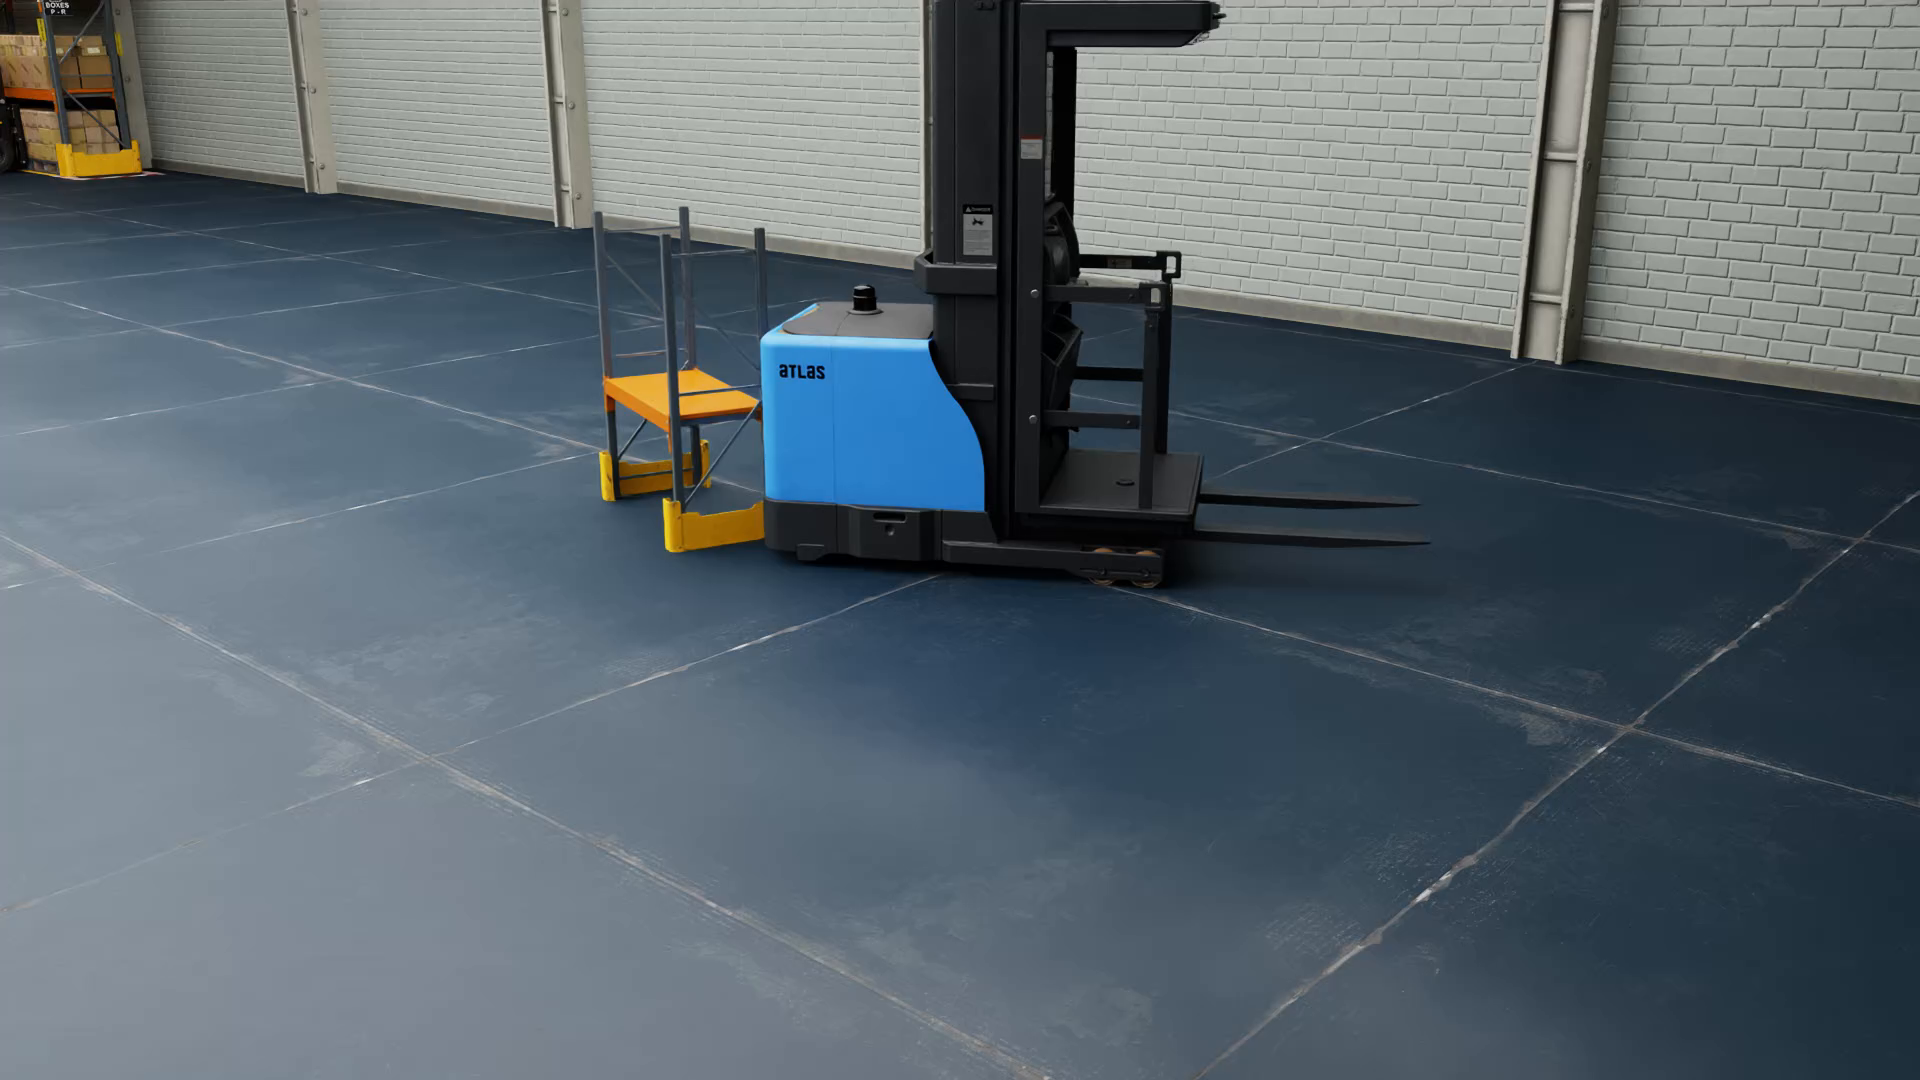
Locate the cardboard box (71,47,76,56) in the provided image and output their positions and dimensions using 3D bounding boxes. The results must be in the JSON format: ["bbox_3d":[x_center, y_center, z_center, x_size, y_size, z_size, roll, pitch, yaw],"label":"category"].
[{"bbox_3d":[-13.985,-7.779,26.427,0.250,0.149,0.380,15,23,39],"label":"cardboard box"}]

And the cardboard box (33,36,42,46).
[{"bbox_3d":[-14.289,-7.826,26.082,0.250,0.149,0.380,15,23,39],"label":"cardboard box"}]

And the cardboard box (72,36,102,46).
[{"bbox_3d":[-13.786,-7.875,26.236,0.250,0.149,0.380,14,23,38],"label":"cardboard box"}]

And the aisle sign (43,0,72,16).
[{"bbox_3d":[-13.822,-8.420,25.385,0.004,0.787,0.394,15,23,39],"label":"aisle sign"}]

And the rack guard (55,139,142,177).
[{"bbox_3d":[-13.658,-6.064,26.393,0.348,0.500,1.175,15,23,39],"label":"rack guard"}]

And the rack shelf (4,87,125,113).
[{"bbox_3d":[-15.172,-7.319,27.404,4.000,0.370,1.077,15,23,39],"label":"rack shelf"}]

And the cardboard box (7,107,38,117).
[{"bbox_3d":[-15.371,-6.952,27.257,0.500,0.250,0.500,14,23,38],"label":"cardboard box"}]

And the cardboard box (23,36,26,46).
[{"bbox_3d":[-14.640,-7.939,26.438,0.250,0.149,0.380,15,23,40],"label":"cardboard box"}]

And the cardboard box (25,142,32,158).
[{"bbox_3d":[-14.971,-6.377,27.098,0.500,0.250,0.500,15,23,40],"label":"cardboard box"}]

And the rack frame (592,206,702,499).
[{"bbox_3d":[-1.624,-0.971,8.691,0.500,1.500,0.032,-9,20,-27],"label":"rack frame"}]

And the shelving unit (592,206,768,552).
[{"bbox_3d":[-1.382,-0.839,8.275,0.587,1.500,1.083,-9,20,-27],"label":"shelving unit"}]

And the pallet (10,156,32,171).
[{"bbox_3d":[-15.184,-6.320,27.677,1.213,0.211,1.003,15,23,39],"label":"pallet"}]

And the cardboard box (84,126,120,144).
[{"bbox_3d":[-13.890,-6.529,26.752,0.500,0.250,0.500,16,23,40],"label":"cardboard box"}]

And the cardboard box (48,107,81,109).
[{"bbox_3d":[-14.653,-6.968,27.307,0.500,0.250,0.500,15,23,39],"label":"cardboard box"}]

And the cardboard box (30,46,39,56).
[{"bbox_3d":[-14.332,-7.668,26.076,0.250,0.149,0.380,16,23,40],"label":"cardboard box"}]

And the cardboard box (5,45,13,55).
[{"bbox_3d":[-15.097,-7.875,26.730,0.250,0.149,0.380,15,23,40],"label":"cardboard box"}]

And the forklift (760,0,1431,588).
[{"bbox_3d":[0.650,-1.356,7.538,3.031,2.935,1.130,3,18,10],"label":"forklift"}]

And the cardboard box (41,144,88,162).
[{"bbox_3d":[-14.237,-6.173,26.454,0.500,0.250,0.500,15,23,40],"label":"cardboard box"}]

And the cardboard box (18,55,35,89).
[{"bbox_3d":[-14.600,-7.454,26.473,0.500,0.500,0.500,16,24,41],"label":"cardboard box"}]

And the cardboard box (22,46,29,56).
[{"bbox_3d":[-14.664,-7.786,26.449,0.250,0.149,0.380,15,23,39],"label":"cardboard box"}]

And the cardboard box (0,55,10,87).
[{"bbox_3d":[-15.367,-7.655,27.108,0.500,0.500,0.500,15,23,40],"label":"cardboard box"}]

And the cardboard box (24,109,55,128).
[{"bbox_3d":[-14.613,-6.749,26.619,0.500,0.250,0.500,16,23,40],"label":"cardboard box"}]

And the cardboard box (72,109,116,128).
[{"bbox_3d":[-13.910,-6.766,26.670,0.500,0.250,0.500,15,23,38],"label":"cardboard box"}]

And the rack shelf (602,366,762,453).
[{"bbox_3d":[-1.378,-0.665,8.322,0.538,0.185,1.000,-9,20,-27],"label":"rack shelf"}]

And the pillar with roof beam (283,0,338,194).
[{"bbox_3d":[-11.969,-8.285,19.340,0.400,9.000,9.100,15,23,39],"label":"pillar with roof beam"}]

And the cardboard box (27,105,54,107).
[{"bbox_3d":[-15.413,-7.171,27.948,0.500,0.250,0.500,15,23,40],"label":"cardboard box"}]

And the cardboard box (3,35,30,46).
[{"bbox_3d":[-15.105,-8.017,26.684,0.250,0.149,0.380,16,23,40],"label":"cardboard box"}]

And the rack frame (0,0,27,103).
[{"bbox_3d":[-16.668,-8.063,28.560,0.127,3.000,1.000,15,23,39],"label":"rack frame"}]

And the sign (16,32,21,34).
[{"bbox_3d":[-16.301,-8.640,28.814,0.005,0.325,0.100,15,23,39],"label":"sign"}]

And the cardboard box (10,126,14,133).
[{"bbox_3d":[-15.388,-6.718,27.347,0.500,0.250,0.500,15,23,39],"label":"cardboard box"}]

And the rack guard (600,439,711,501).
[{"bbox_3d":[-1.623,-0.375,8.879,0.587,0.250,0.087,-9,20,-27],"label":"rack guard"}]

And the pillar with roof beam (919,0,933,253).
[{"bbox_3d":[-2.993,-5.875,11.748,0.400,9.000,9.100,15,23,39],"label":"pillar with roof beam"}]

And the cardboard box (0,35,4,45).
[{"bbox_3d":[-15.412,-8.144,27.085,0.250,0.149,0.380,15,23,39],"label":"cardboard box"}]

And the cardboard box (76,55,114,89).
[{"bbox_3d":[-13.862,-7.470,26.526,0.500,0.500,0.500,16,24,41],"label":"cardboard box"}]

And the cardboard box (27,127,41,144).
[{"bbox_3d":[-14.616,-6.518,26.716,0.500,0.250,0.500,15,23,39],"label":"cardboard box"}]
